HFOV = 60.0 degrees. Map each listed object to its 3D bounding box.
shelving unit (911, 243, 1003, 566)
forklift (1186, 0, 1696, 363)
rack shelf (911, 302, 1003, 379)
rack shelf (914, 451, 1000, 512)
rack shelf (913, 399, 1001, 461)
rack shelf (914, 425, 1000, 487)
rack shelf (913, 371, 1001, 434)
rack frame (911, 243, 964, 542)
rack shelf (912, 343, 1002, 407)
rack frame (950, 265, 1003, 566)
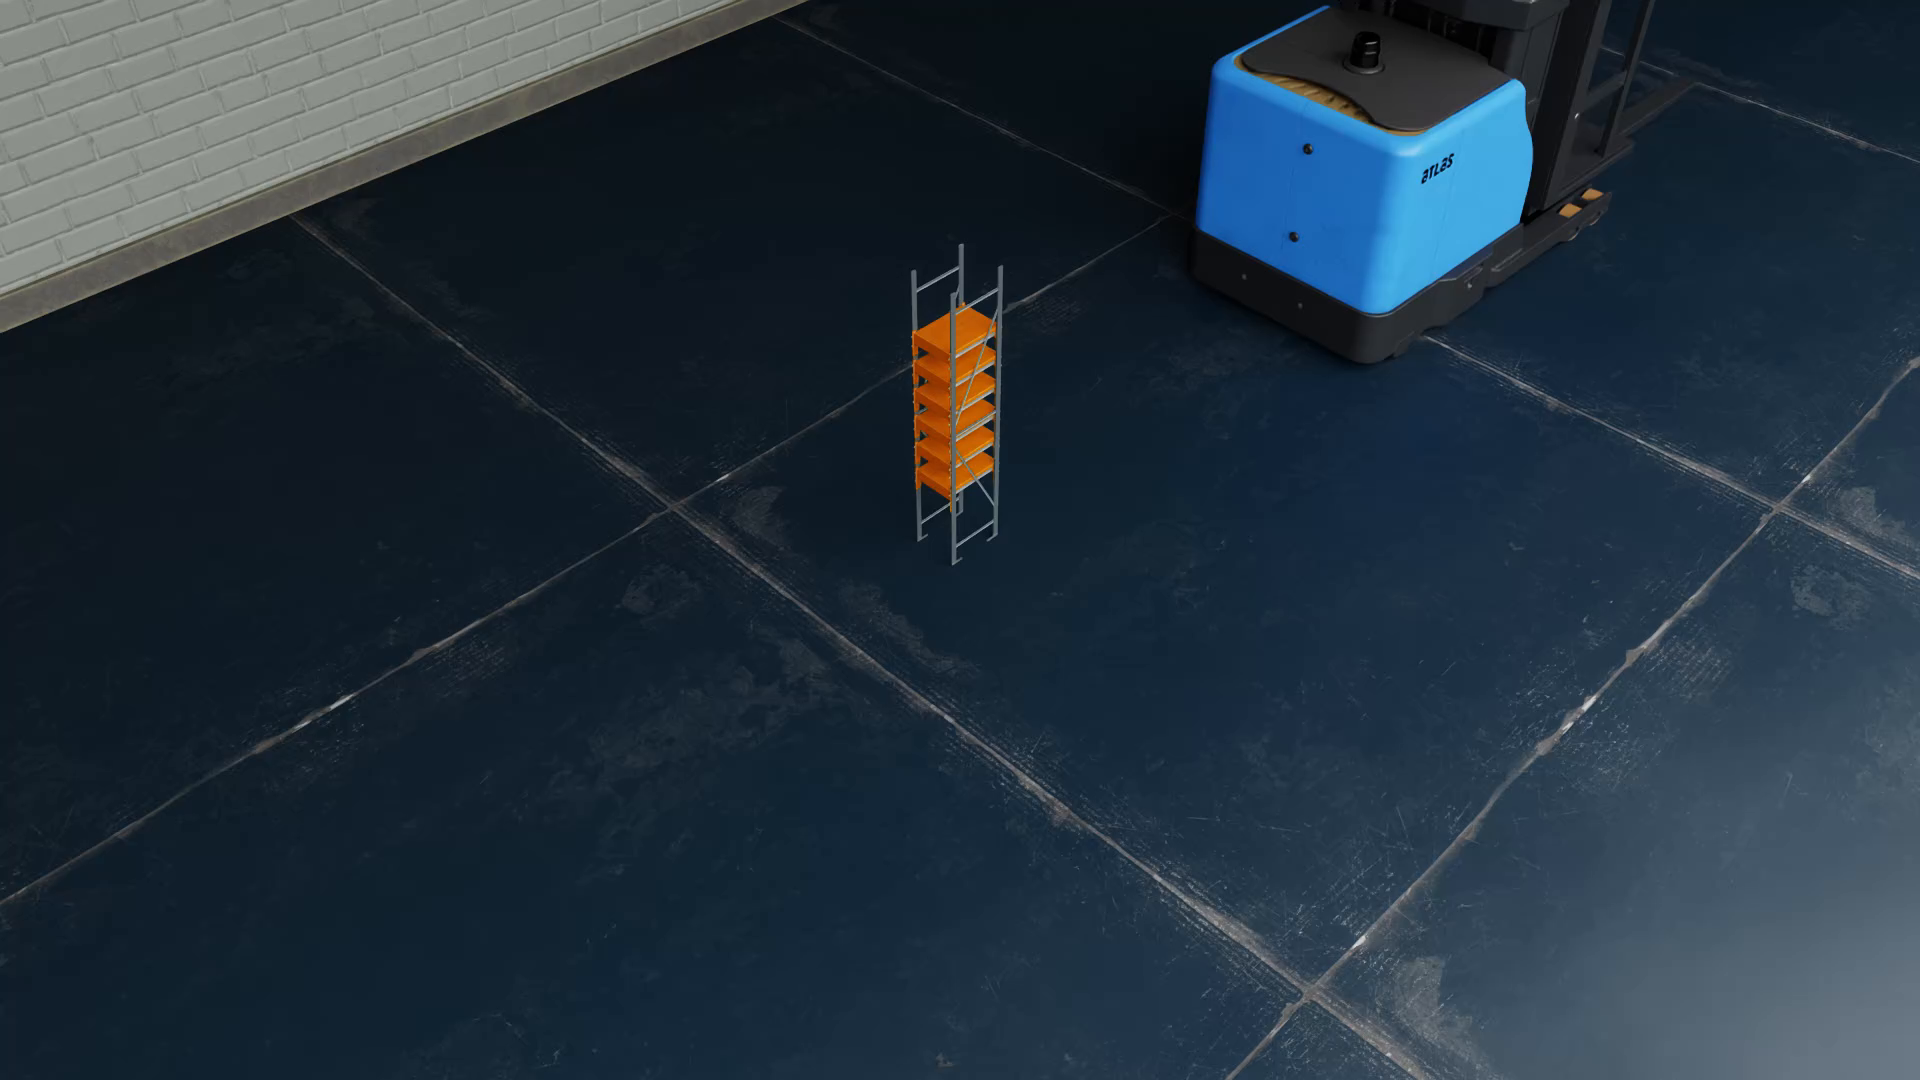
[{"bbox_3d":[-0.010,-0.448,5.850,0.258,1.200,0.189,-34,53,-31],"label":"shelving unit"},{"bbox_3d":[2.423,-2.701,7.013,3.031,2.935,1.130,-33,52,-31],"label":"forklift"},{"bbox_3d":[-0.010,-0.679,5.636,0.258,0.103,0.180,-34,53,-31],"label":"rack shelf"},{"bbox_3d":[-0.010,-0.239,6.043,0.258,0.103,0.180,-34,53,-31],"label":"rack shelf"},{"bbox_3d":[-0.010,-0.415,5.880,0.258,0.103,0.180,-34,53,-31],"label":"rack shelf"},{"bbox_3d":[-0.010,-0.327,5.962,0.258,0.103,0.180,-34,53,-31],"label":"rack shelf"},{"bbox_3d":[-0.010,-0.503,5.799,0.258,0.103,0.180,-34,53,-31],"label":"rack shelf"},{"bbox_3d":[-0.075,-0.492,5.898,0.240,1.200,0.006,-34,53,-31],"label":"rack frame"},{"bbox_3d":[-0.010,-0.591,5.718,0.258,0.103,0.180,-34,53,-31],"label":"rack shelf"},{"bbox_3d":[0.054,-0.404,5.803,0.240,1.200,0.006,-34,53,-31],"label":"rack frame"}]
